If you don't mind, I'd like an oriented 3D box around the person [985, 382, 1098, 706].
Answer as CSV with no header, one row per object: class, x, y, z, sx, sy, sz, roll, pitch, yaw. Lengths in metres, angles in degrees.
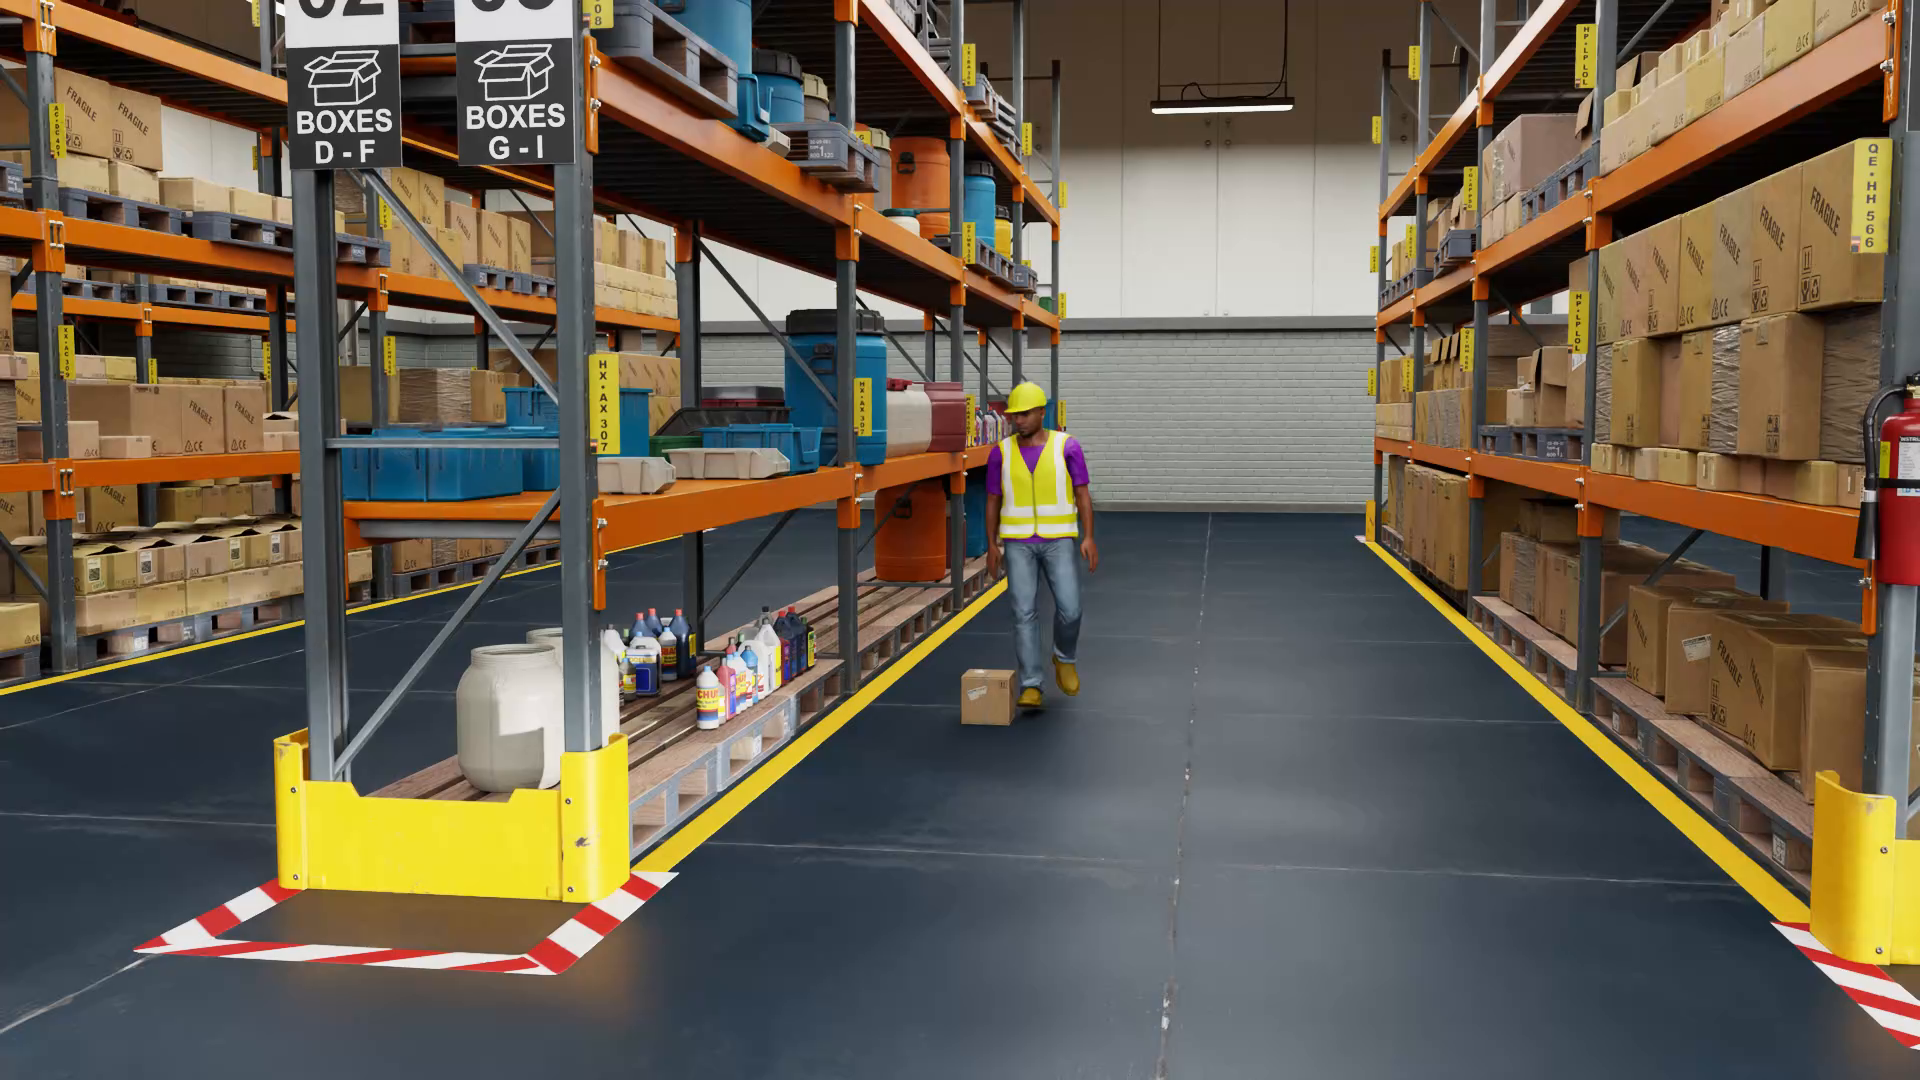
person,0.434,0.023,9.031,0.631,1.764,0.659,1,4,8
